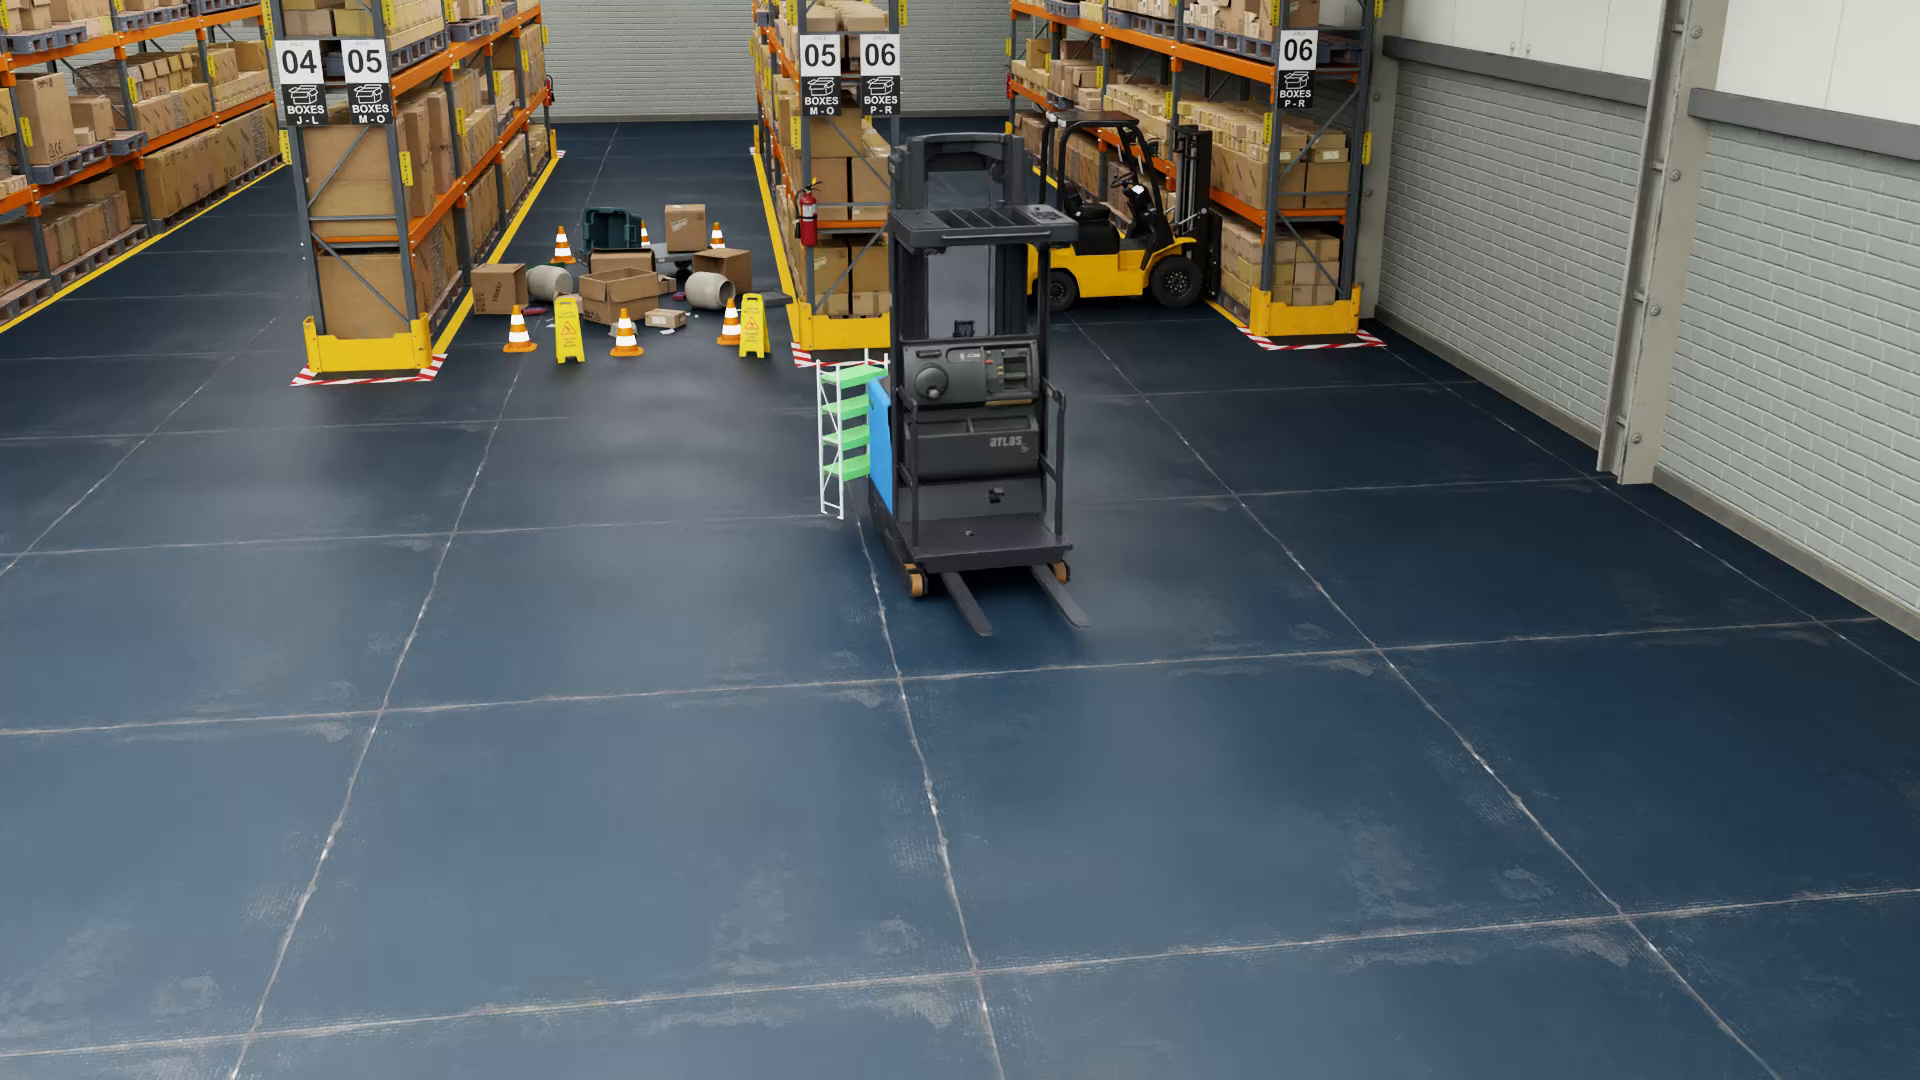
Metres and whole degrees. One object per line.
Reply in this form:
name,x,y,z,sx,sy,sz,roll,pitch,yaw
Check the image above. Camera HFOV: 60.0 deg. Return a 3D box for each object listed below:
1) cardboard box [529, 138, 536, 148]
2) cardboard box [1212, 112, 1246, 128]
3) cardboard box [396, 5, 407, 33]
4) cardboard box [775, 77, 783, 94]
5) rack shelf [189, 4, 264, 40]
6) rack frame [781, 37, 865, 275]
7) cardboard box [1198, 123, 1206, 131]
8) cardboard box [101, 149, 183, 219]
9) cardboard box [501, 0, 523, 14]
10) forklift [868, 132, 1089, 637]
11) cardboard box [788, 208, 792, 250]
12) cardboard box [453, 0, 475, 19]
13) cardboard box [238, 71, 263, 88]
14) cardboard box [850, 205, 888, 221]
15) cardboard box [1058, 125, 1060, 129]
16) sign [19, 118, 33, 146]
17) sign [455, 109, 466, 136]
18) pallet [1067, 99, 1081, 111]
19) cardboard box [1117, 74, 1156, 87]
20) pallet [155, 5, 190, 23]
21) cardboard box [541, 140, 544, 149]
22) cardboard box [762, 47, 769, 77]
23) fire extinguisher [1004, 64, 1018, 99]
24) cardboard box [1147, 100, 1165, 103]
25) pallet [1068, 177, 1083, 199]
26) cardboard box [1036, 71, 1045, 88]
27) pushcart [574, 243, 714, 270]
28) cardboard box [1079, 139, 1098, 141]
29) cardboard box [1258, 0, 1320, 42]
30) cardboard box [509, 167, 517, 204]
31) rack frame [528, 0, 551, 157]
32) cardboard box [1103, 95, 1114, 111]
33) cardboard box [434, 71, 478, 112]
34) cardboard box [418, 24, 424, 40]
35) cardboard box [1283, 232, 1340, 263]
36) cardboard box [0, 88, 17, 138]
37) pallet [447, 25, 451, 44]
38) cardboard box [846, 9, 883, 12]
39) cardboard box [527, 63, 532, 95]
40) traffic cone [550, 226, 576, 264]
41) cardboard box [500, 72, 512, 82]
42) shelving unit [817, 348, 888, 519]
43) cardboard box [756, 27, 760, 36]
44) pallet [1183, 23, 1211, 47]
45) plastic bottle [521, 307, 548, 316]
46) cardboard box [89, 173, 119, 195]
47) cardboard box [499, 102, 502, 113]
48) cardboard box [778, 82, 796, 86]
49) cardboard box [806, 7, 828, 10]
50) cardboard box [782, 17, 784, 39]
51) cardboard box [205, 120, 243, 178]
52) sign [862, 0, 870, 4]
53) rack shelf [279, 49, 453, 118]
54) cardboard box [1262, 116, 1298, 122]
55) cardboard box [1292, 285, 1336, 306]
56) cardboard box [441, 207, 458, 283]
cardboard box,-7.657,-6.974,29.226,0.380,0.149,0.250,-2,21,-7
cardboard box,3.235,-5.029,19.898,0.380,0.149,0.250,-3,21,-8
cardboard box,-5.890,-5.259,16.767,0.500,0.250,0.500,-3,21,-8
cardboard box,-2.352,-6.275,23.561,0.500,0.500,0.500,-2,21,-5
rack shelf,-12.941,-8.885,28.460,1.077,0.370,4.000,-3,21,-8
rack frame,-1.693,-4.855,20.927,1.000,3.000,0.127,-3,21,-8
cardboard box,3.106,-4.975,20.179,0.380,0.149,0.250,-3,21,-8
cardboard box,-12.155,-5.181,24.237,1.225,0.875,0.875,-4,21,-10
cardboard box,-7.536,-8.848,27.547,0.500,0.250,0.500,-2,21,-5
forklift,0.126,-1.128,11.048,1.130,2.935,3.031,-5,21,-12
cardboard box,-1.875,-3.897,20.620,0.500,0.500,0.500,-2,21,-5
cardboard box,-6.626,-7.063,21.666,0.500,0.500,0.500,-3,21,-8
cardboard box,-12.825,-8.249,29.803,0.500,0.250,0.500,-3,21,-9
cardboard box,-0.961,-3.480,17.606,0.380,0.149,0.250,-3,21,-8
cardboard box,1.913,-7.210,28.855,0.380,0.149,0.250,-3,21,-9
sign,-10.964,-4.790,19.517,0.100,0.325,0.005,-3,21,-8
sign,-6.028,-5.041,20.076,0.100,0.325,0.005,-3,21,-8
pallet,2.357,-7.074,27.144,1.003,0.211,1.213,-3,21,-8
cardboard box,2.722,-6.921,25.716,0.500,0.500,0.500,-2,21,-5
pallet,-12.472,-8.125,25.670,0.805,0.209,1.217,-4,21,-10
cardboard box,-7.784,-7.198,30.252,0.380,0.149,0.250,-3,21,-7
cardboard box,-2.967,-7.798,27.236,0.500,0.500,0.500,-3,21,-8
fire extinguisher,1.010,-9.078,32.877,0.296,0.674,0.183,-3,21,-8
cardboard box,2.766,-5.918,22.704,0.380,0.149,0.250,-3,21,-9
pallet,2.399,-5.867,27.622,1.003,0.211,1.213,-3,21,-8
cardboard box,1.663,-8.282,29.892,0.500,0.250,0.500,-3,21,-8
pushcart,-3.942,-3.494,21.031,1.648,0.377,0.936,-11,23,-26
cardboard box,2.171,-6.527,27.450,0.380,0.149,0.250,-3,21,-8
cardboard box,3.490,-5.558,17.637,0.500,0.500,0.500,-2,21,-6
cardboard box,-7.079,-5.412,25.392,0.500,0.500,0.500,-3,21,-7
rack frame,-8.307,-8.725,31.289,1.000,3.000,0.127,-3,21,-8
cardboard box,2.439,-6.488,24.800,0.500,0.250,0.500,-3,21,-8
cardboard box,-7.024,-6.139,22.794,0.700,0.500,0.500,-3,21,-9
cardboard box,-5.987,-5.463,17.884,0.380,0.149,0.250,-3,21,-8
cardboard box,3.913,-3.274,18.596,0.500,0.250,0.500,-3,21,-9
cardboard box,-11.162,-4.867,18.964,0.500,0.500,0.500,-3,21,-8
pallet,-6.758,-6.200,20.517,0.805,0.209,1.217,-4,21,-10
cardboard box,-1.043,-5.706,18.140,0.380,0.149,0.250,-2,21,-6
cardboard box,-7.631,-7.881,28.462,0.500,0.500,0.500,-3,21,-8
traffic cone,-5.276,-3.922,22.056,0.336,0.463,0.334,-3,21,-8
cardboard box,-7.440,-7.475,26.852,0.380,0.149,0.250,-4,21,-9
shelving unit,-0.807,-0.811,12.673,0.258,1.200,0.503,19,27,41
cardboard box,-3.464,-9.153,29.935,0.380,0.149,0.250,-3,21,-9
pallet,3.367,-6.176,20.304,1.003,0.211,1.213,-3,21,-8
plastic bottle,-4.909,-2.642,19.202,0.283,0.061,0.133,-11,23,-26
cardboard box,-11.950,-4.896,22.909,0.500,0.250,0.500,-2,21,-6
cardboard box,-7.177,-6.571,25.280,0.380,0.149,0.250,-2,21,-6
cardboard box,-1.792,-5.168,19.769,0.700,0.500,0.500,-3,21,-7
cardboard box,-1.665,-5.856,18.540,0.380,0.149,0.250,-3,21,-7
cardboard box,-1.817,-5.985,19.454,0.500,0.250,0.500,-3,21,-8
cardboard box,-12.669,-6.559,27.926,0.875,0.875,0.875,-3,21,-8
sign,-1.157,-6.532,20.392,0.100,0.325,0.005,-3,21,-8
rack shelf,-6.289,-4.946,17.912,1.077,0.370,4.000,-3,21,-8
cardboard box,3.763,-4.875,19.487,0.380,0.149,0.250,-3,21,-7
cardboard box,3.917,-2.810,18.782,0.500,0.250,0.500,-3,21,-8
cardboard box,-6.556,-3.550,19.870,0.875,0.875,0.875,-3,21,-7
